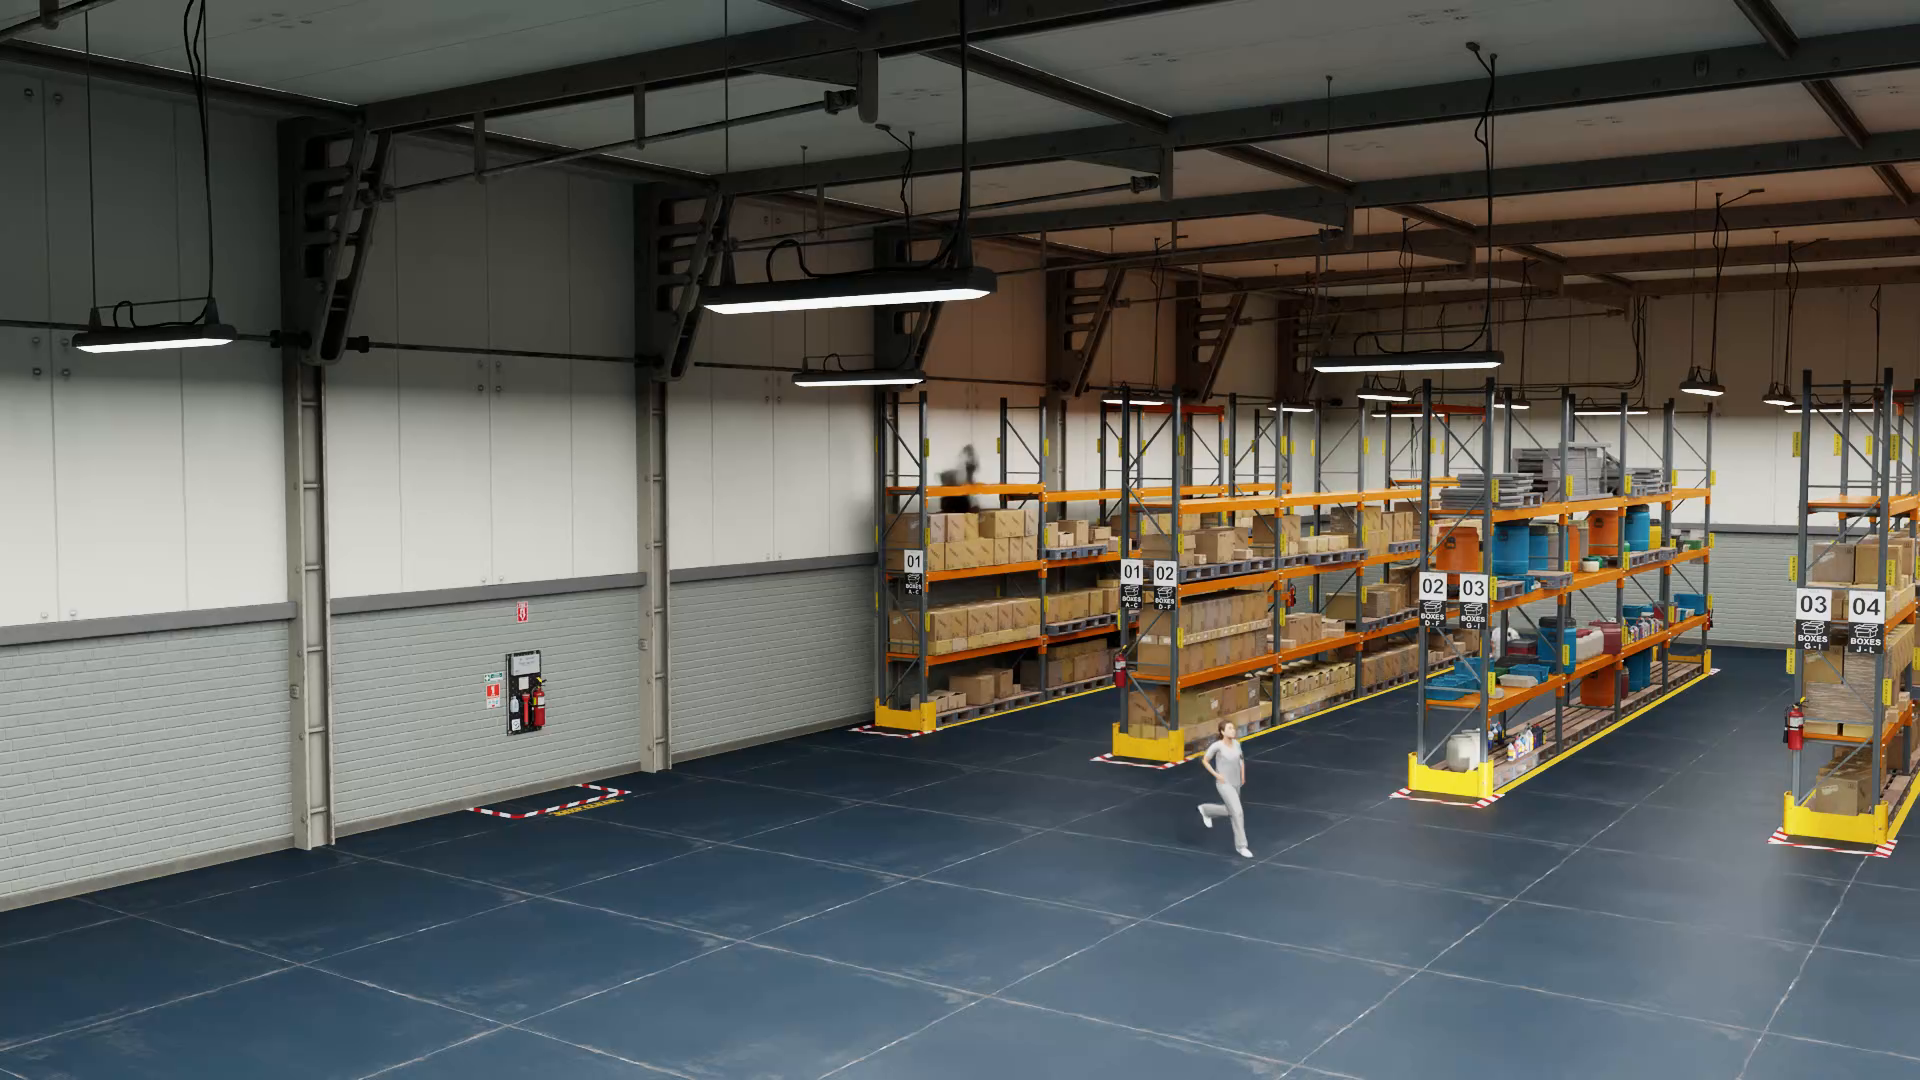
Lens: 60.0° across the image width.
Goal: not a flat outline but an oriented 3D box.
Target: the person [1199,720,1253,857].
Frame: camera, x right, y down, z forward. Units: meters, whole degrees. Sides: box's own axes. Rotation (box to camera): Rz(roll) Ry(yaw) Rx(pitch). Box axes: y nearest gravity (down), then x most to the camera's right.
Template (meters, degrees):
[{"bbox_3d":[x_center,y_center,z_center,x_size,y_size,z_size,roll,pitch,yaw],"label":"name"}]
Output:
[{"bbox_3d":[3.306,3.056,20.714,0.550,1.652,0.970,-3,4,-38],"label":"person"}]

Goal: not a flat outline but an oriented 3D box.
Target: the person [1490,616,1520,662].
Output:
[{"bbox_3d":[10.894,2.332,33.335,0.579,1.623,0.575,2,4,30],"label":"person"}]
